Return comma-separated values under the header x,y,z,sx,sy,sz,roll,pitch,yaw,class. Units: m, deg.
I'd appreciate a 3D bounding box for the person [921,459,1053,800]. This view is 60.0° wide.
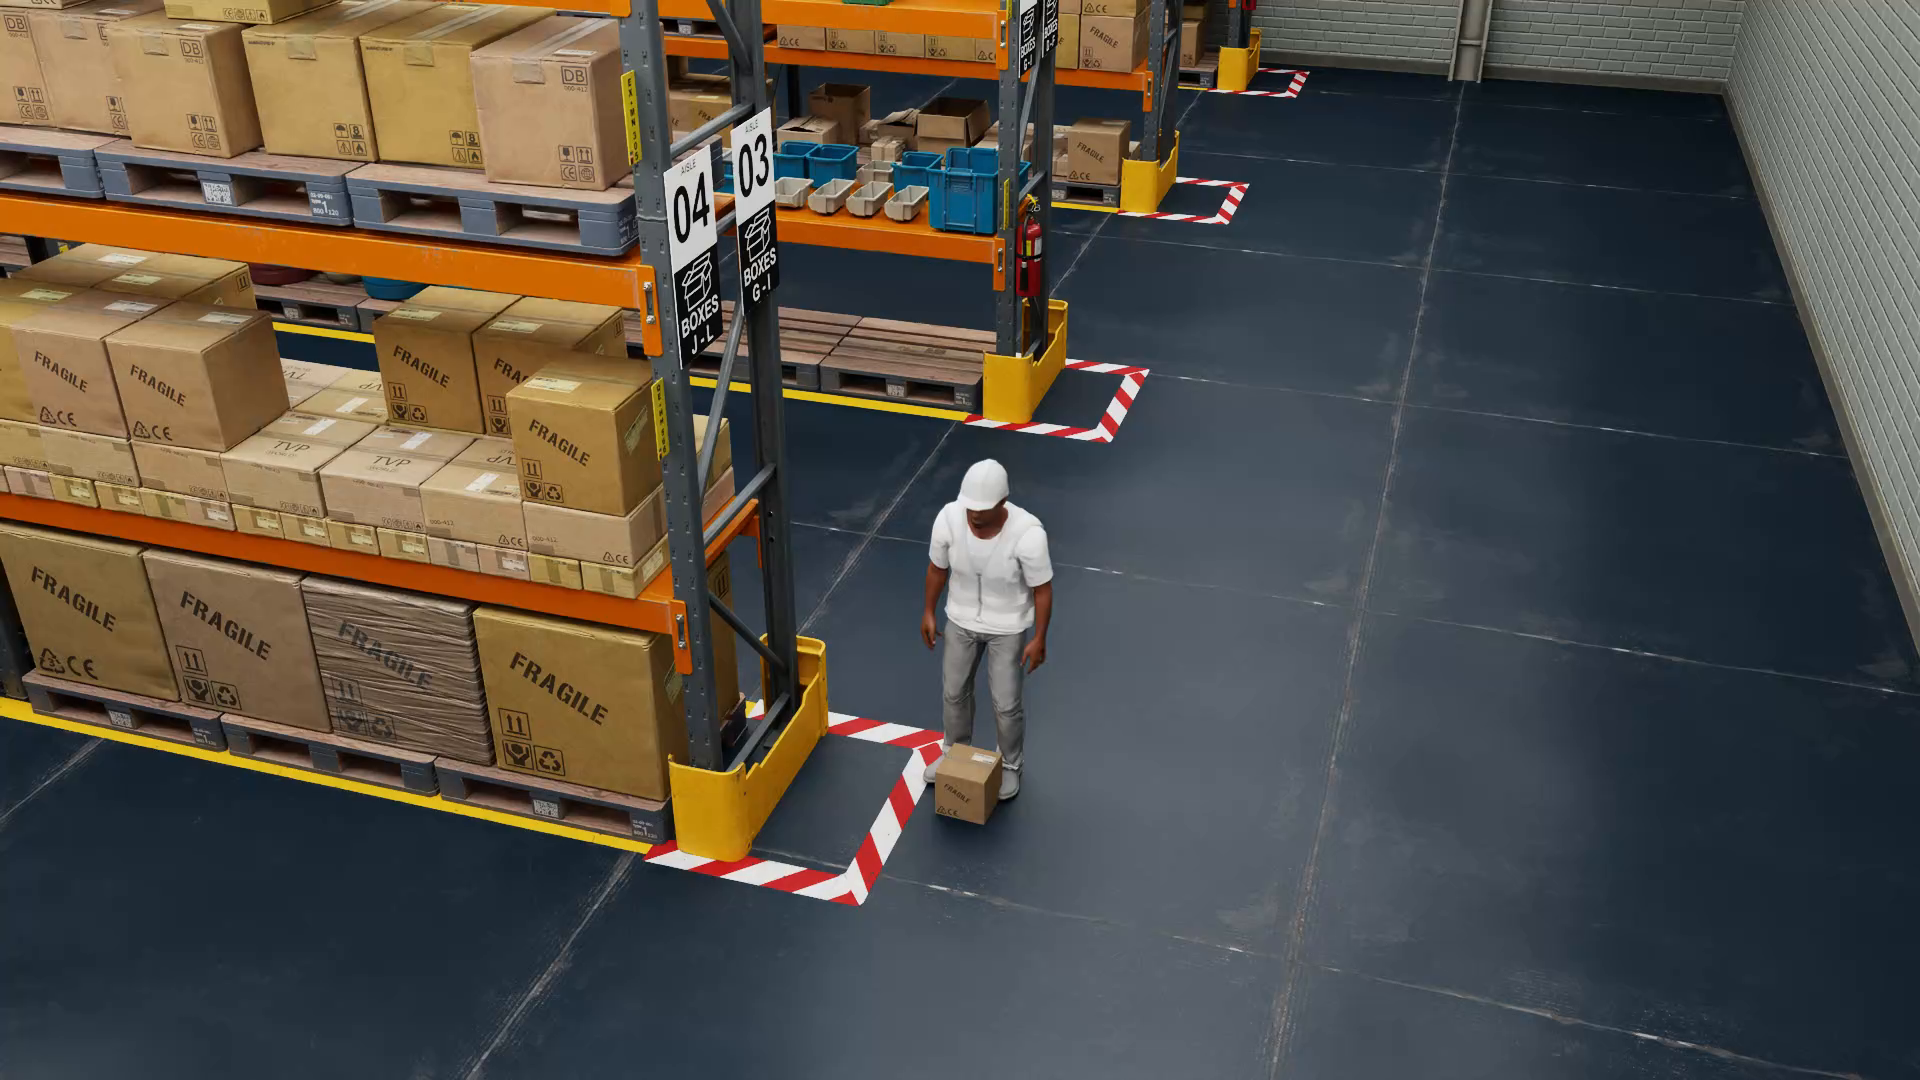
x,y,z,sx,sy,sz,roll,pitch,yaw,class
0.117,0.400,7.769,0.627,1.761,0.456,12,31,20,person
